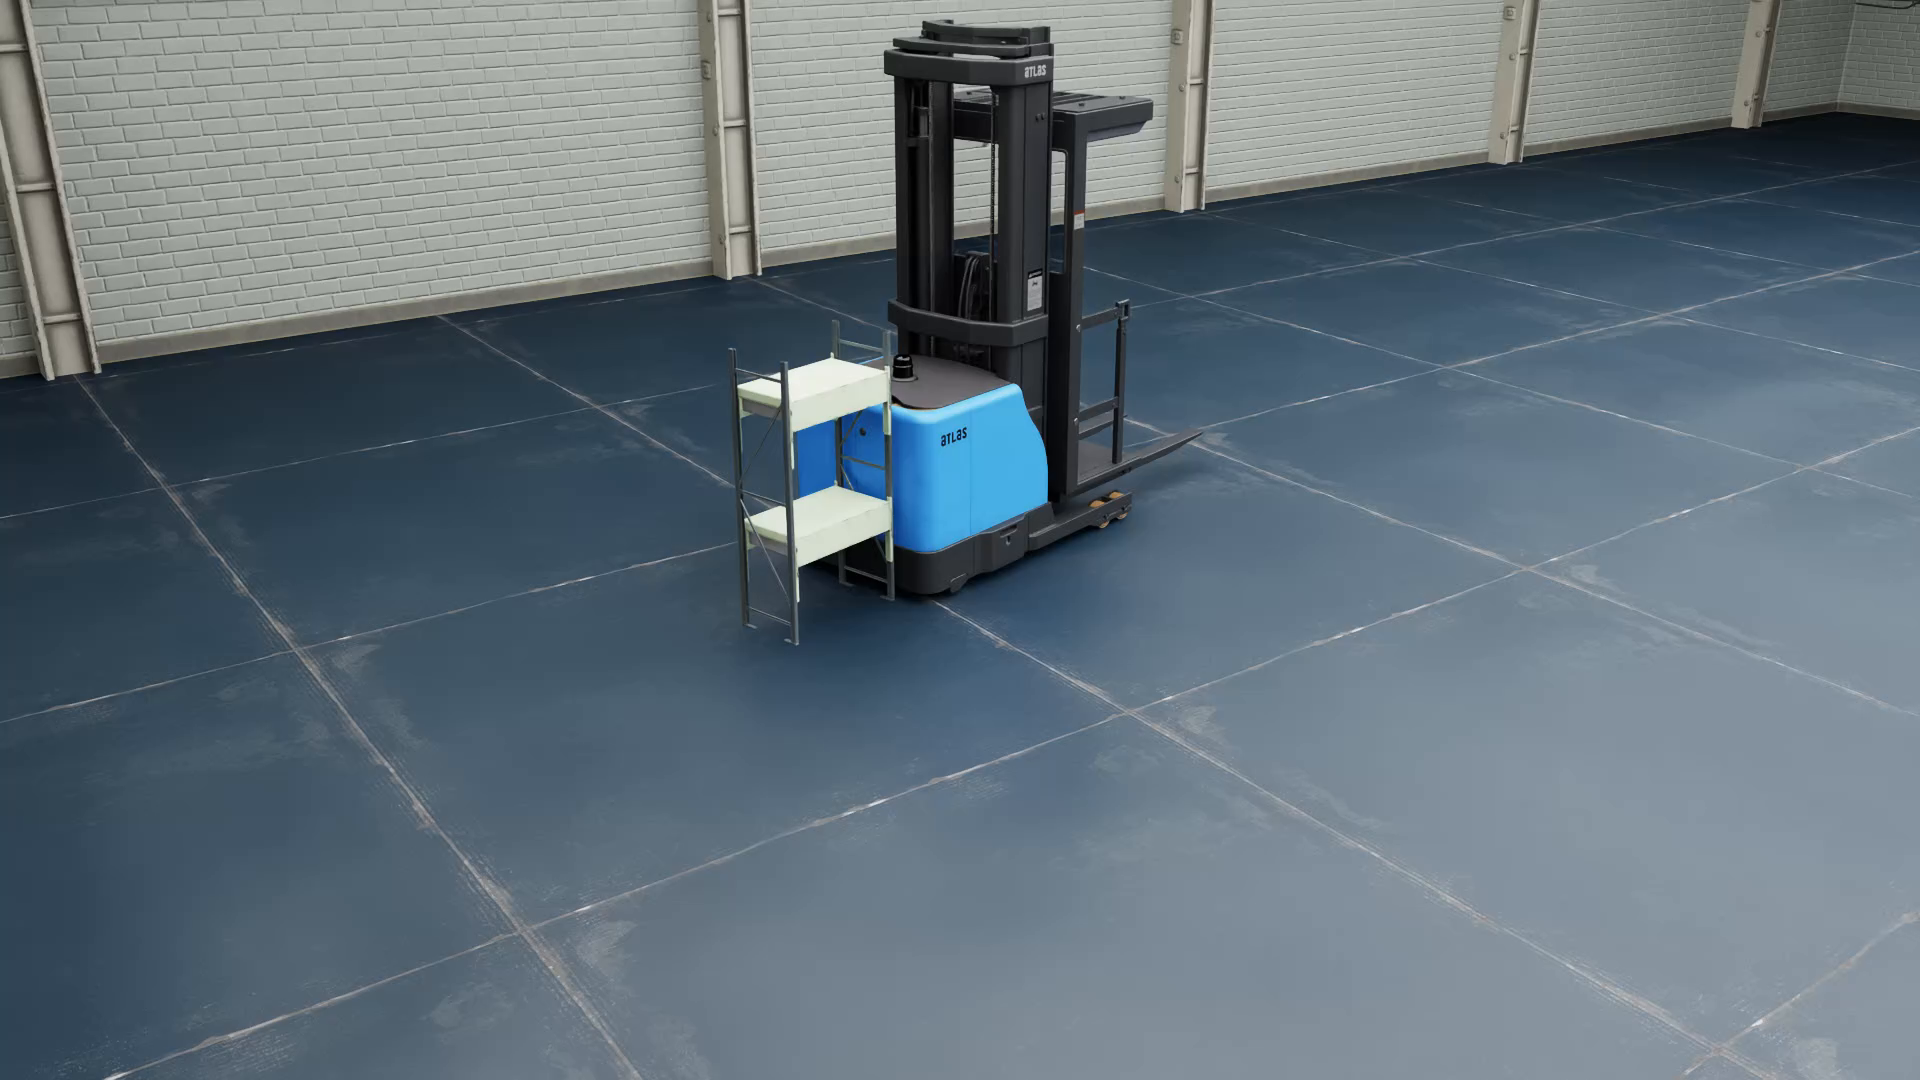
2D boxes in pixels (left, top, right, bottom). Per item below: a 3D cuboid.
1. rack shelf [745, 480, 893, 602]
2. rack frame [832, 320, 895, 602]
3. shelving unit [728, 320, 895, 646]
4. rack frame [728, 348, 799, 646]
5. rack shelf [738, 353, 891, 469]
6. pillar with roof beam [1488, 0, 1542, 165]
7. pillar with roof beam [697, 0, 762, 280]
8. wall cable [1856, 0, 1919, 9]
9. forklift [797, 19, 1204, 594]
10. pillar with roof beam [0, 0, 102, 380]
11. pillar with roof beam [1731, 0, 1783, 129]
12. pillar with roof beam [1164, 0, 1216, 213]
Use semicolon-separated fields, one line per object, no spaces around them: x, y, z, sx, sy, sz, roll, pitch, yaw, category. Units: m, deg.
-0.751;-0.005;8.764;0.431;0.370;0.720;17;28;37;rack shelf
-0.515;-0.411;8.903;0.400;1.500;0.023;17;28;37;rack frame
-0.751;-0.307;8.643;0.431;1.500;0.755;17;28;37;shelving unit
-0.987;-0.204;8.383;0.400;1.500;0.023;17;28;37;rack frame
-0.751;-0.670;8.498;0.431;0.370;0.720;17;28;37;rack shelf
10.044;-8.118;18.098;0.400;9.000;9.100;-15;26;-33;pillar with roof beam
0.303;-5.521;11.589;0.400;9.000;9.100;-15;26;-33;pillar with roof beam
15.564;-9.509;25.775;0.112;2.526;3.097;-15;26;-33;wall cable
0.405;-1.540;9.800;1.130;2.935;3.031;17;28;37;forklift
-4.568;-4.222;8.335;0.400;9.000;9.100;-15;26;-33;pillar with roof beam
14.914;-9.417;21.353;0.400;9.000;9.100;-15;26;-33;pillar with roof beam
5.173;-6.819;14.844;0.400;9.000;9.100;-15;26;-33;pillar with roof beam
